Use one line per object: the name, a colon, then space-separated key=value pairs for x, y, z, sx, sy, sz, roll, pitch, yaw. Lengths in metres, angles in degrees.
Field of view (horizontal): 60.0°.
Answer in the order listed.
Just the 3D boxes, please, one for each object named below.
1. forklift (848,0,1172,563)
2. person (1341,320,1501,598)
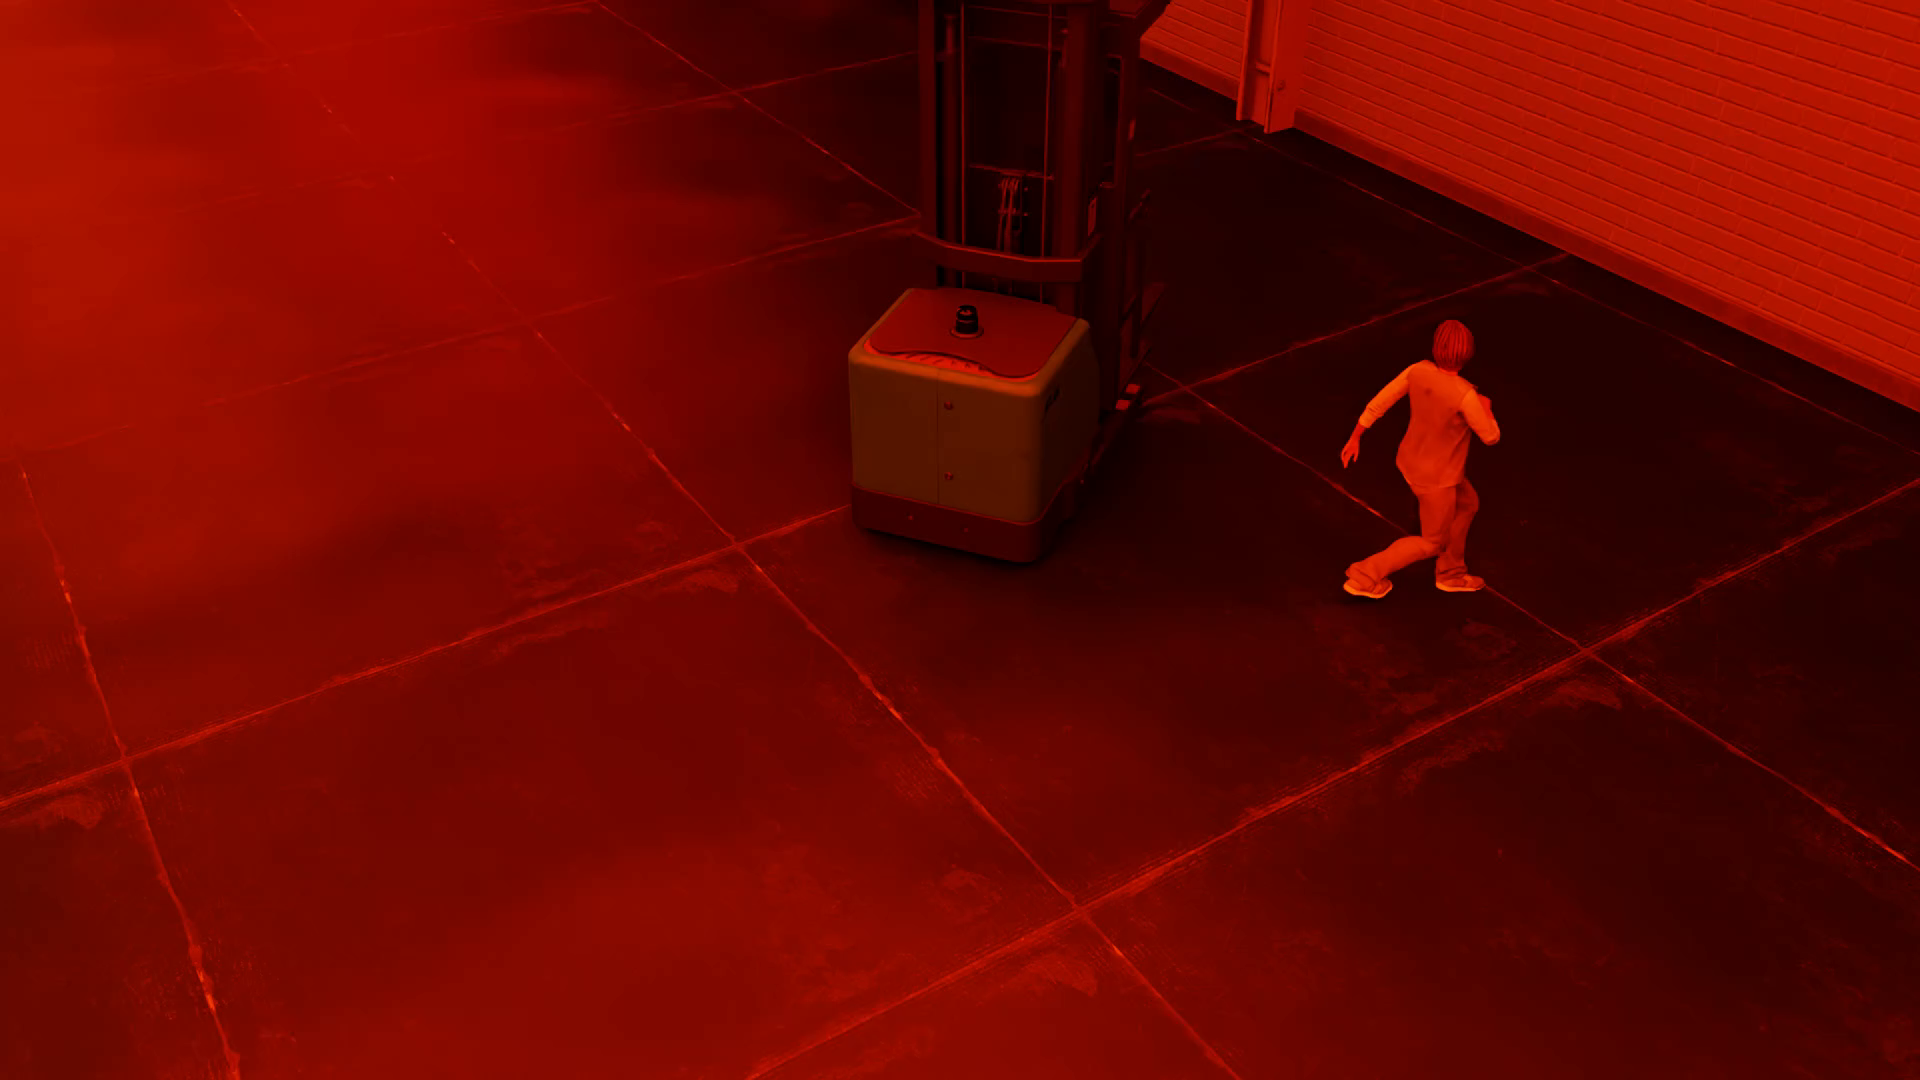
forklift: x=0.447 y=-1.925 z=8.888 sx=1.130 sy=2.935 sz=3.031 roll=13 pitch=37 yaw=18
person: x=2.249 y=-0.354 z=7.914 sx=0.797 sy=1.521 sz=0.438 roll=-7 pitch=36 yaw=-10
